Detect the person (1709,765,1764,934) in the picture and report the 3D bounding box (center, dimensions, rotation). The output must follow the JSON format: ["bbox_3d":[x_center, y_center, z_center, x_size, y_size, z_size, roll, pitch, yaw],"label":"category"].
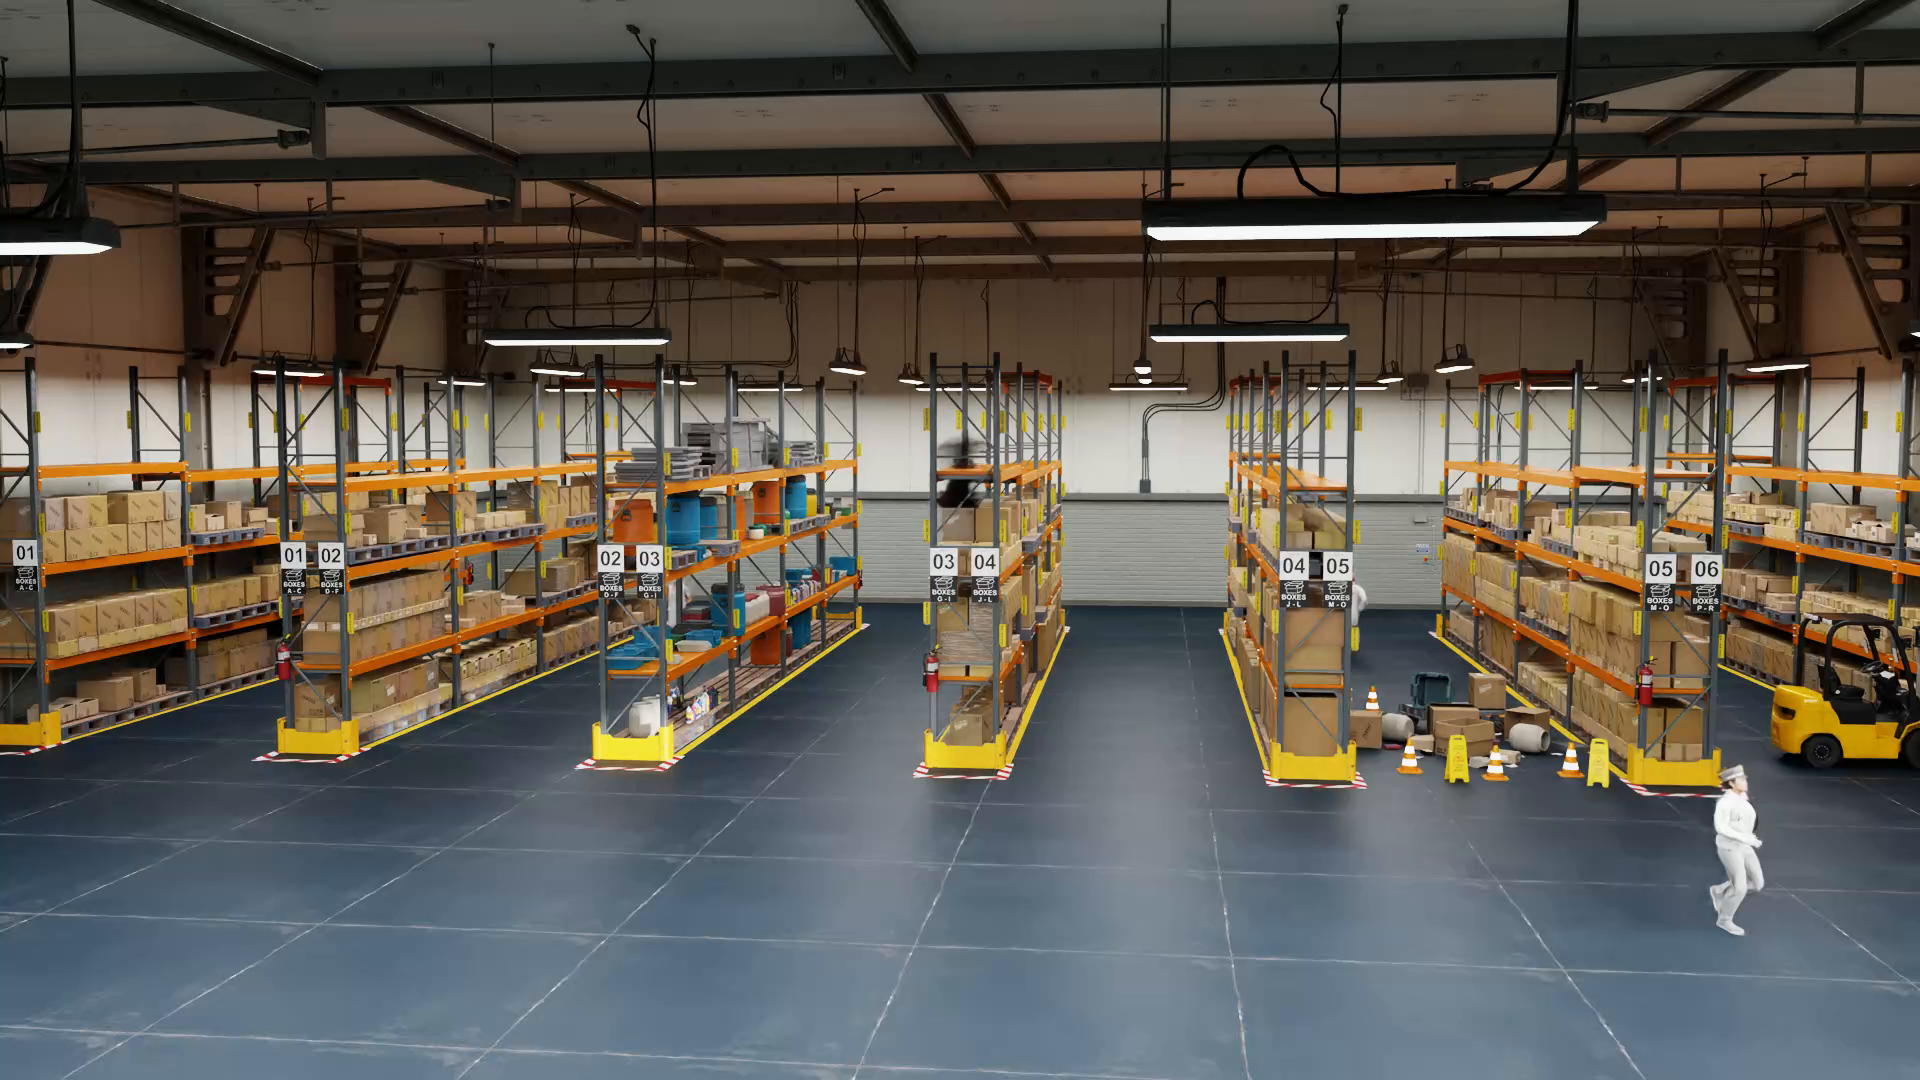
[{"bbox_3d":[7.618,3.023,16.317,0.658,1.665,0.561,-4,5,-41],"label":"person"}]

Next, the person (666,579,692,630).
[{"bbox_3d":[-6.195,1.565,36.310,0.659,1.742,0.701,0,4,-3],"label":"person"}]

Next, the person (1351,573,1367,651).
[{"bbox_3d":[8.345,1.600,35.646,0.712,1.776,0.874,1,4,8],"label":"person"}]
